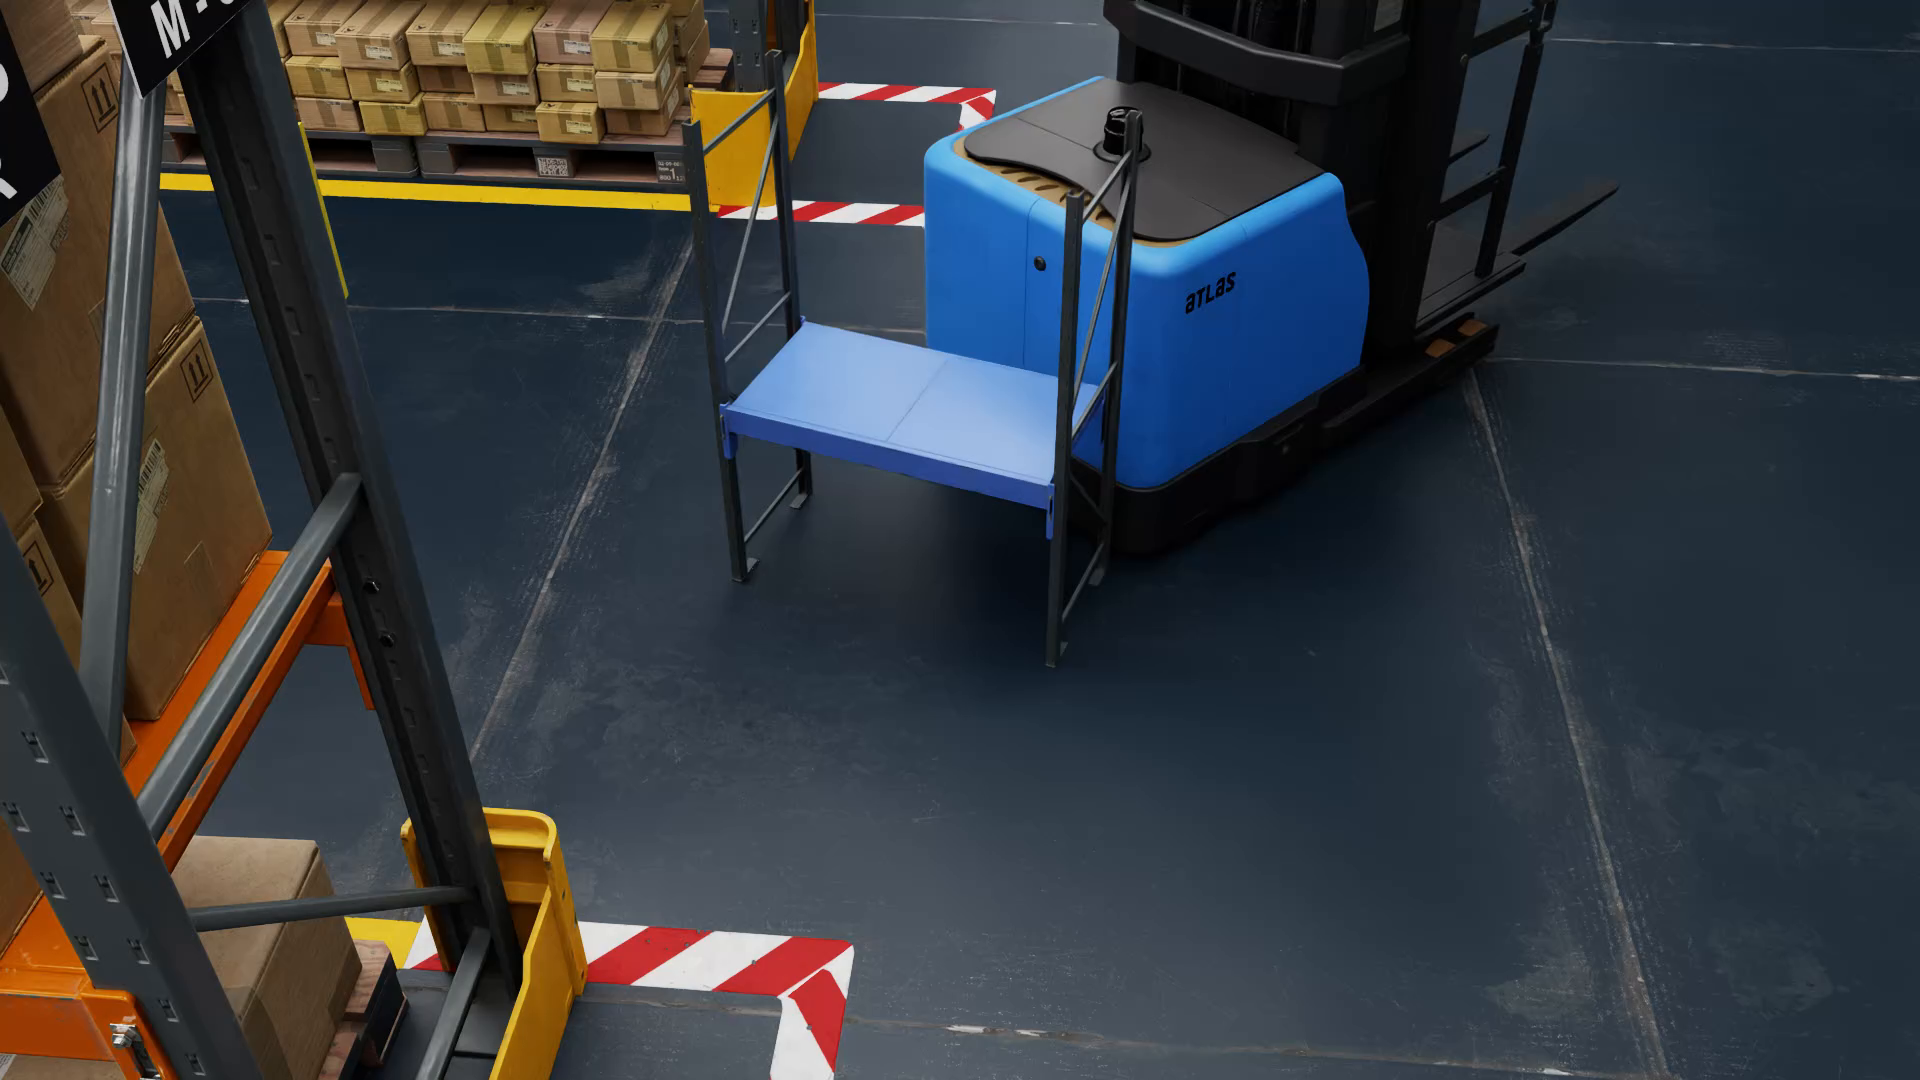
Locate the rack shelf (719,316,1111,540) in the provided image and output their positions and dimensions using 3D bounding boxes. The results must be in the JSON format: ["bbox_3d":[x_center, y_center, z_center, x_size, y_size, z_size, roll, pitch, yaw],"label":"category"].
[{"bbox_3d":[-0.118,-0.340,4.765,1.000,0.185,0.538,14,41,17],"label":"rack shelf"}]

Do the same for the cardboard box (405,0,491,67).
[{"bbox_3d":[-2.120,-2.122,6.936,0.250,0.149,0.380,2,39,2],"label":"cardboard box"}]

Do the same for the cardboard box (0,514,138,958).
[{"bbox_3d":[-1.634,0.293,2.434,0.500,0.500,0.500,3,39,4],"label":"cardboard box"}]

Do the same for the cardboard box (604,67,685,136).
[{"bbox_3d":[-1.346,-1.882,7.111,0.250,0.149,0.380,4,39,5],"label":"cardboard box"}]

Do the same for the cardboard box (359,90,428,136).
[{"bbox_3d":[-2.374,-1.880,7.109,0.250,0.149,0.380,1,39,2],"label":"cardboard box"}]

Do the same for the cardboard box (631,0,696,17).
[{"bbox_3d":[-1.297,-2.457,7.347,0.250,0.149,0.380,1,39,2],"label":"cardboard box"}]

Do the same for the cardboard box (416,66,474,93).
[{"bbox_3d":[-2.131,-2.055,7.089,0.250,0.149,0.380,3,39,3],"label":"cardboard box"}]

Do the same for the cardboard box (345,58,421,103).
[{"bbox_3d":[-2.389,-1.996,7.016,0.250,0.149,0.380,4,39,5],"label":"cardboard box"}]

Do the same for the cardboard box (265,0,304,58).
[{"bbox_3d":[-2.909,-2.182,7.010,0.250,0.149,0.380,3,39,4],"label":"cardboard box"}]

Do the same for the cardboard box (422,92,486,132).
[{"bbox_3d":[-2.114,-1.906,7.141,0.250,0.149,0.380,4,39,4],"label":"cardboard box"}]

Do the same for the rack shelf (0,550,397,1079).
[{"bbox_3d":[-3.123,0.362,2.999,4.000,0.370,1.077,3,39,4],"label":"rack shelf"}]

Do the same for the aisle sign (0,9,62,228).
[{"bbox_3d":[-1.085,-0.618,1.573,0.004,0.787,0.394,3,39,4],"label":"aisle sign"}]

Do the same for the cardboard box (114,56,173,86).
[{"bbox_3d":[-3.409,-2.102,7.146,0.250,0.149,0.380,5,39,6],"label":"cardboard box"}]

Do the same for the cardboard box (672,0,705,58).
[{"bbox_3d":[-1.304,-2.289,7.377,0.250,0.149,0.380,5,39,6],"label":"cardboard box"}]

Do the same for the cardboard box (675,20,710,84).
[{"bbox_3d":[-1.298,-2.214,7.520,0.250,0.149,0.380,4,39,5],"label":"cardboard box"}]

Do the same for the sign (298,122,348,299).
[{"bbox_3d":[-1.076,-0.523,2.768,0.005,0.325,0.100,3,39,4],"label":"sign"}]

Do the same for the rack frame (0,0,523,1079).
[{"bbox_3d":[-1.130,0.192,2.638,0.127,3.000,1.000,3,39,4],"label":"rack frame"}]

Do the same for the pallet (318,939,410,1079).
[{"bbox_3d":[-1.934,1.279,3.512,1.213,0.211,1.003,3,39,4],"label":"pallet"}]

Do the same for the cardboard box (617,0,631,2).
[{"bbox_3d":[-1.582,-2.396,7.272,0.250,0.149,0.380,4,39,5],"label":"cardboard box"}]

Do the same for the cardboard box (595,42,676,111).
[{"bbox_3d":[-1.354,-1.949,6.958,0.250,0.149,0.380,2,39,3],"label":"cardboard box"}]

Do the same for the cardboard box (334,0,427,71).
[{"bbox_3d":[-2.392,-2.102,6.911,0.250,0.149,0.380,5,39,6],"label":"cardboard box"}]

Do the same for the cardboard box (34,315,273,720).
[{"bbox_3d":[-1.584,-0.054,2.861,0.500,0.500,0.500,3,39,3],"label":"cardboard box"}]

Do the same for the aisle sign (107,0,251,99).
[{"bbox_3d":[-1.034,-0.995,2.037,0.004,0.787,0.394,3,39,4],"label":"aisle sign"}]

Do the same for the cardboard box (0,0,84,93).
[{"bbox_3d":[-1.460,-0.680,2.324,0.250,0.149,0.380,4,39,5],"label":"cardboard box"}]

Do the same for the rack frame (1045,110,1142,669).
[{"bbox_3d":[0.353,-0.359,4.503,0.032,1.500,0.500,14,41,17],"label":"rack frame"}]

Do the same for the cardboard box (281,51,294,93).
[{"bbox_3d":[-2.920,-2.019,7.045,0.250,0.149,0.380,4,39,4],"label":"cardboard box"}]

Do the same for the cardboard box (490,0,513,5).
[{"bbox_3d":[-2.076,-2.452,7.341,0.250,0.149,0.380,1,39,2],"label":"cardboard box"}]

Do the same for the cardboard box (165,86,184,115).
[{"bbox_3d":[-3.408,-2.010,7.269,0.250,0.149,0.380,2,39,2],"label":"cardboard box"}]

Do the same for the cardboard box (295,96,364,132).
[{"bbox_3d":[-2.644,-1.908,7.143,0.250,0.149,0.380,4,39,5],"label":"cardboard box"}]

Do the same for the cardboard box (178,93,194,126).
[{"bbox_3d":[-3.158,-1.935,7.177,0.250,0.149,0.380,2,39,3],"label":"cardboard box"}]

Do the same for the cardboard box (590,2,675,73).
[{"bbox_3d":[-1.353,-2.084,6.889,0.250,0.149,0.380,4,39,4],"label":"cardboard box"}]

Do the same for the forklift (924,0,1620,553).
[{"bbox_3d":[1.301,-1.901,5.264,3.031,2.935,1.130,-30,48,-32],"label":"forklift"}]

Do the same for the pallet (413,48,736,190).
[{"bbox_3d":[-1.686,-1.916,7.437,1.213,0.211,1.003,3,39,4],"label":"pallet"}]

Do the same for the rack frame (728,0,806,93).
[{"bbox_3d":[-0.804,-2.927,6.470,0.127,3.000,1.000,3,39,4],"label":"rack frame"}]

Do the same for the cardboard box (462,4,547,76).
[{"bbox_3d":[-1.867,-2.068,6.869,0.250,0.149,0.380,2,39,3],"label":"cardboard box"}]

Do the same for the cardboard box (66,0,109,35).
[{"bbox_3d":[-3.676,-2.249,7.091,0.250,0.149,0.380,2,39,3],"label":"cardboard box"}]

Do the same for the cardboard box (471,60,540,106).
[{"bbox_3d":[-1.872,-1.976,6.991,0.250,0.149,0.380,2,39,2],"label":"cardboard box"}]

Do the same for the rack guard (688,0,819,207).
[{"bbox_3d":[-0.880,-1.962,7.264,0.348,0.500,1.175,3,39,4],"label":"rack guard"}]

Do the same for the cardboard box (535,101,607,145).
[{"bbox_3d":[-1.611,-1.832,7.050,0.250,0.149,0.380,4,39,5],"label":"cardboard box"}]

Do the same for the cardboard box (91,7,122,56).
[{"bbox_3d":[-3.430,-2.183,7.011,0.250,0.149,0.380,4,39,5],"label":"cardboard box"}]

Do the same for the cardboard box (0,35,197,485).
[{"bbox_3d":[-1.584,-0.440,2.543,0.500,0.500,0.500,2,39,3],"label":"cardboard box"}]

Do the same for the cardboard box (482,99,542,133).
[{"bbox_3d":[-1.867,-1.900,7.134,0.250,0.149,0.380,3,39,4],"label":"cardboard box"}]

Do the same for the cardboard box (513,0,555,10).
[{"bbox_3d":[-1.821,-2.491,7.388,0.250,0.149,0.380,3,39,4],"label":"cardboard box"}]

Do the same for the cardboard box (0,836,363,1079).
[{"bbox_3d":[-1.796,1.050,3.281,0.875,0.438,0.875,2,39,2],"label":"cardboard box"}]

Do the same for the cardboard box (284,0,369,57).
[{"bbox_3d":[-2.645,-2.186,7.014,0.250,0.149,0.380,2,39,2],"label":"cardboard box"}]

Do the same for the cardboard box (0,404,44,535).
[{"bbox_3d":[-1.631,-0.111,2.139,0.500,0.500,0.500,4,39,5],"label":"cardboard box"}]

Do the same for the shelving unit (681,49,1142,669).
[{"bbox_3d":[-0.118,-0.479,4.651,1.048,1.500,0.538,14,41,17],"label":"shelving unit"}]

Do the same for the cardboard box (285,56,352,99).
[{"bbox_3d":[-2.643,-2.022,7.048,0.250,0.149,0.380,5,39,6],"label":"cardboard box"}]

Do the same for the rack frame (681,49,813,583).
[{"bbox_3d":[-0.589,-0.600,4.799,0.032,1.500,0.500,14,41,17],"label":"rack frame"}]

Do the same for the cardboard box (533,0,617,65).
[{"bbox_3d":[-1.598,-2.134,6.950,0.250,0.149,0.380,4,39,5],"label":"cardboard box"}]

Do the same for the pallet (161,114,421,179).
[{"bbox_3d":[-2.898,-1.984,7.520,1.213,0.211,1.003,3,39,4],"label":"pallet"}]

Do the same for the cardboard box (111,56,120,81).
[{"bbox_3d":[-3.681,-2.132,7.183,0.250,0.149,0.380,1,39,2],"label":"cardboard box"}]

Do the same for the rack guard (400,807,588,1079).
[{"bbox_3d":[-1.106,1.163,3.426,0.348,0.500,1.175,3,39,4],"label":"rack guard"}]

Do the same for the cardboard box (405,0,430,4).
[{"bbox_3d":[-2.351,-2.473,7.367,0.250,0.149,0.380,5,39,6],"label":"cardboard box"}]

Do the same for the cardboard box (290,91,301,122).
[{"bbox_3d":[-2.890,-1.969,7.218,0.250,0.149,0.380,4,39,5],"label":"cardboard box"}]

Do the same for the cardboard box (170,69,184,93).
[{"bbox_3d":[-3.163,-2.049,7.081,0.250,0.149,0.380,3,39,3],"label":"cardboard box"}]

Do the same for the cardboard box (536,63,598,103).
[{"bbox_3d":[-1.610,-1.997,7.017,0.250,0.149,0.380,2,39,3],"label":"cardboard box"}]
